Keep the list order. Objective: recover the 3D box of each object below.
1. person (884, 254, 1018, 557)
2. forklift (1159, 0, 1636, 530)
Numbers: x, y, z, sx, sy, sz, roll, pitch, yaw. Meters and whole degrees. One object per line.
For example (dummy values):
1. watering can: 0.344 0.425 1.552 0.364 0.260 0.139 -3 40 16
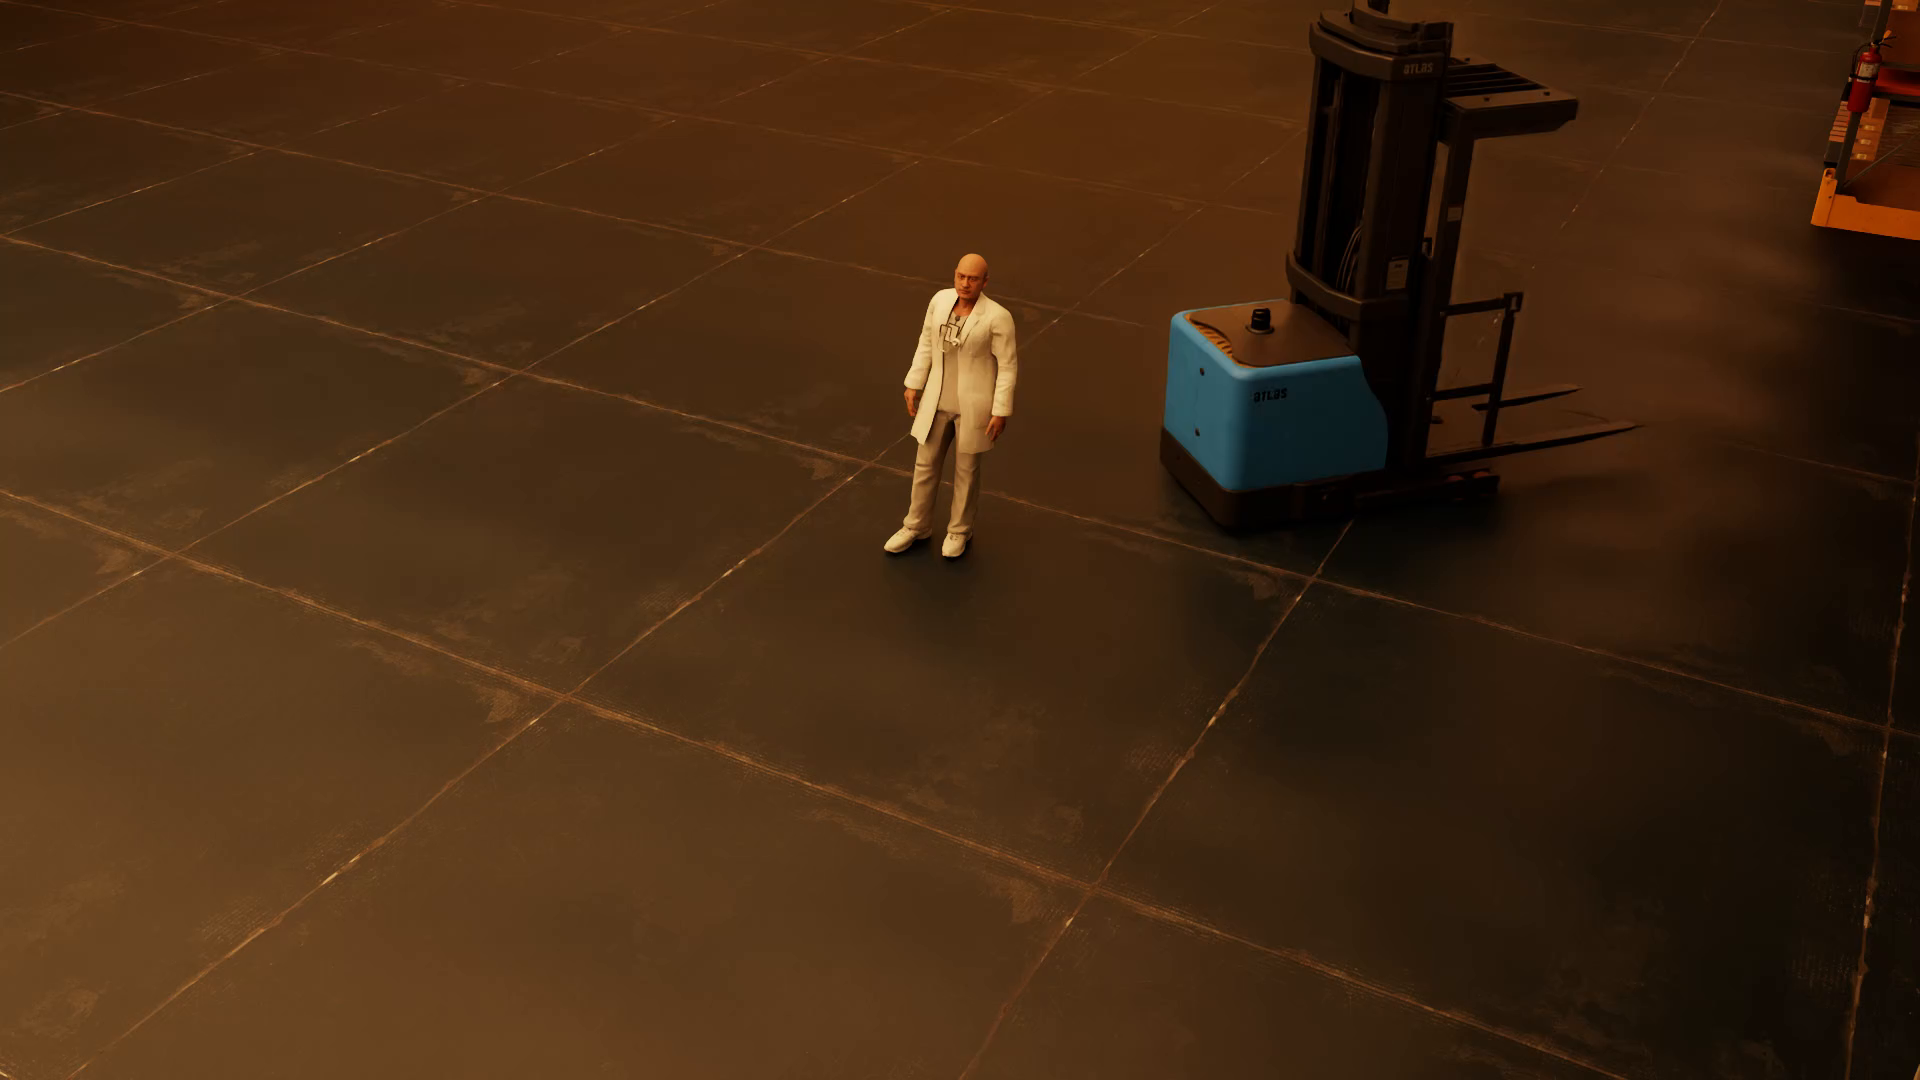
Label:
1. person: -0.048 -0.737 9.487 0.696 1.778 0.578 15 33 25
2. forklift: 2.867 -1.749 10.101 3.031 2.935 1.130 -9 31 -15
